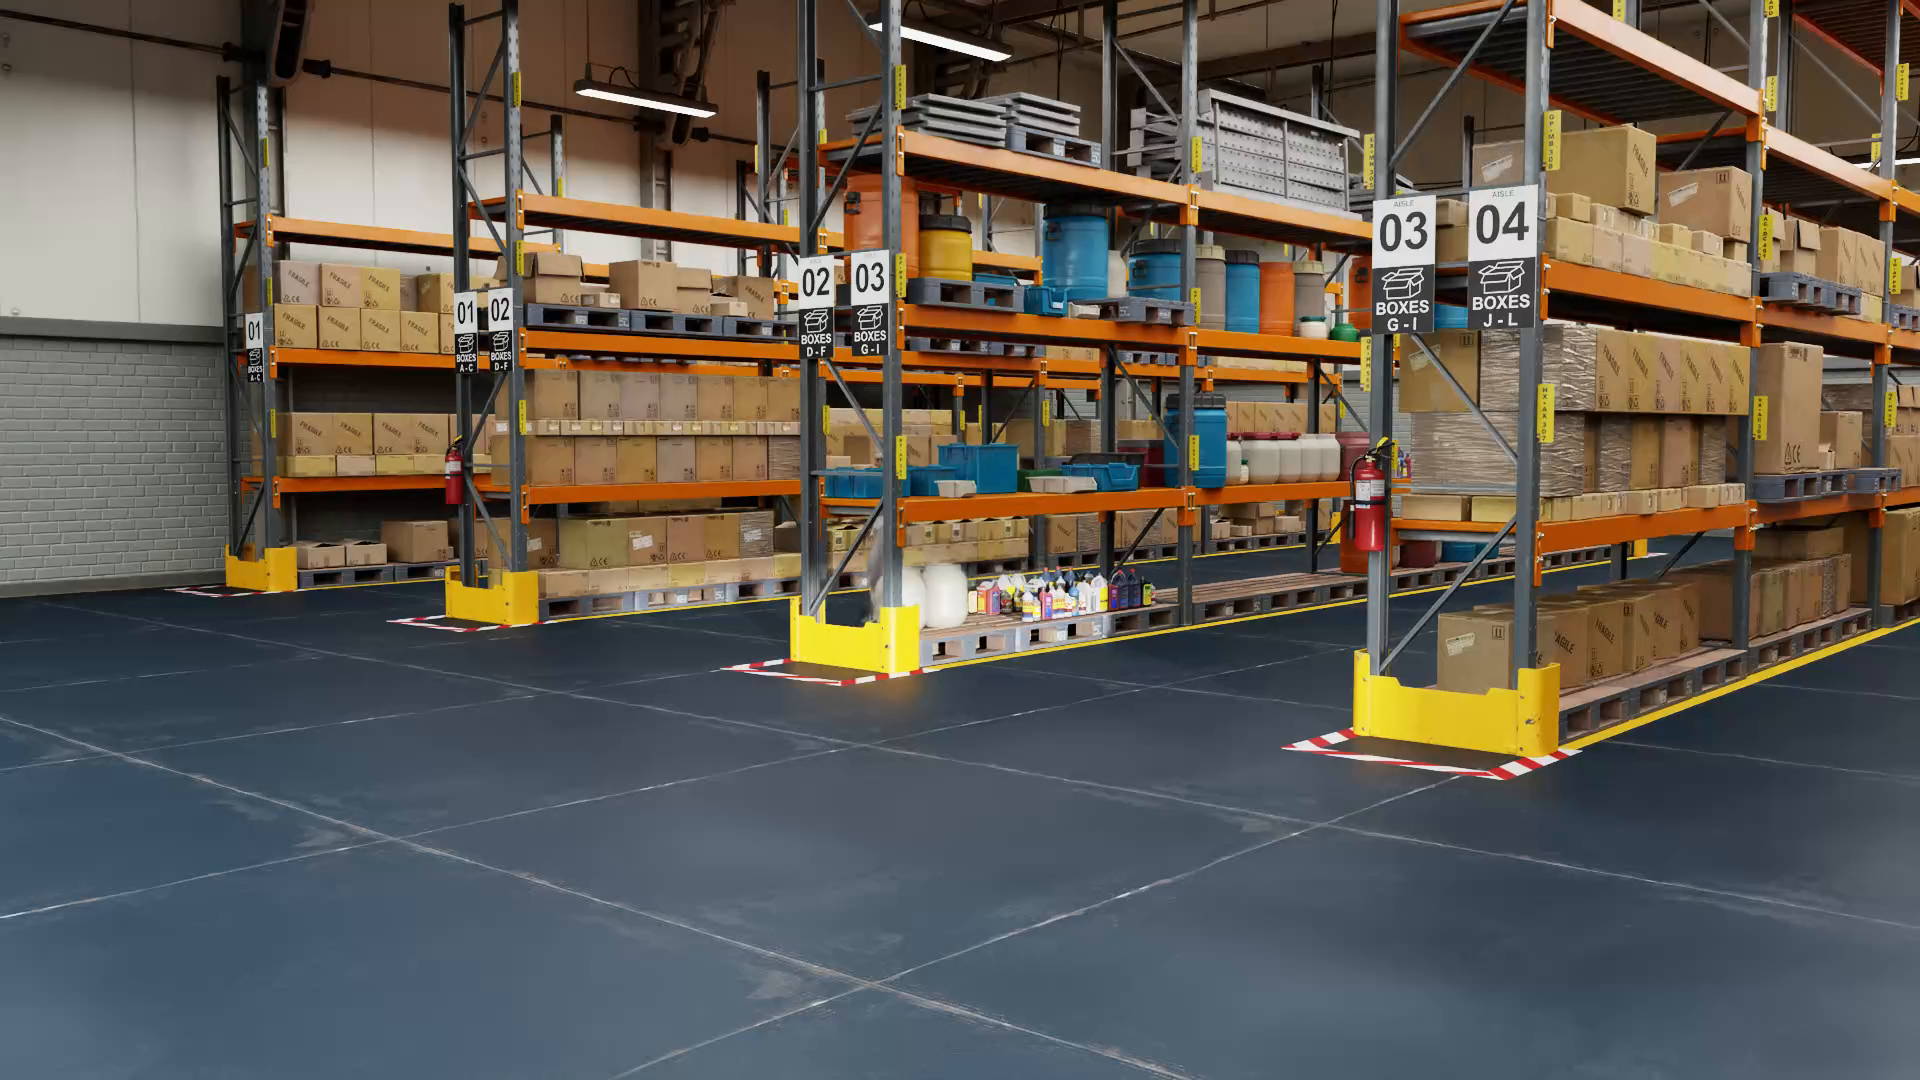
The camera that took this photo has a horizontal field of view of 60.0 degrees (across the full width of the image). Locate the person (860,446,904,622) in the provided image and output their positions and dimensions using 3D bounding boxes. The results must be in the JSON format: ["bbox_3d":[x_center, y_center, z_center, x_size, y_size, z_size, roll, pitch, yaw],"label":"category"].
[{"bbox_3d":[-0.744,-0.051,16.321,0.589,1.748,0.456,-2,4,-24],"label":"person"}]
